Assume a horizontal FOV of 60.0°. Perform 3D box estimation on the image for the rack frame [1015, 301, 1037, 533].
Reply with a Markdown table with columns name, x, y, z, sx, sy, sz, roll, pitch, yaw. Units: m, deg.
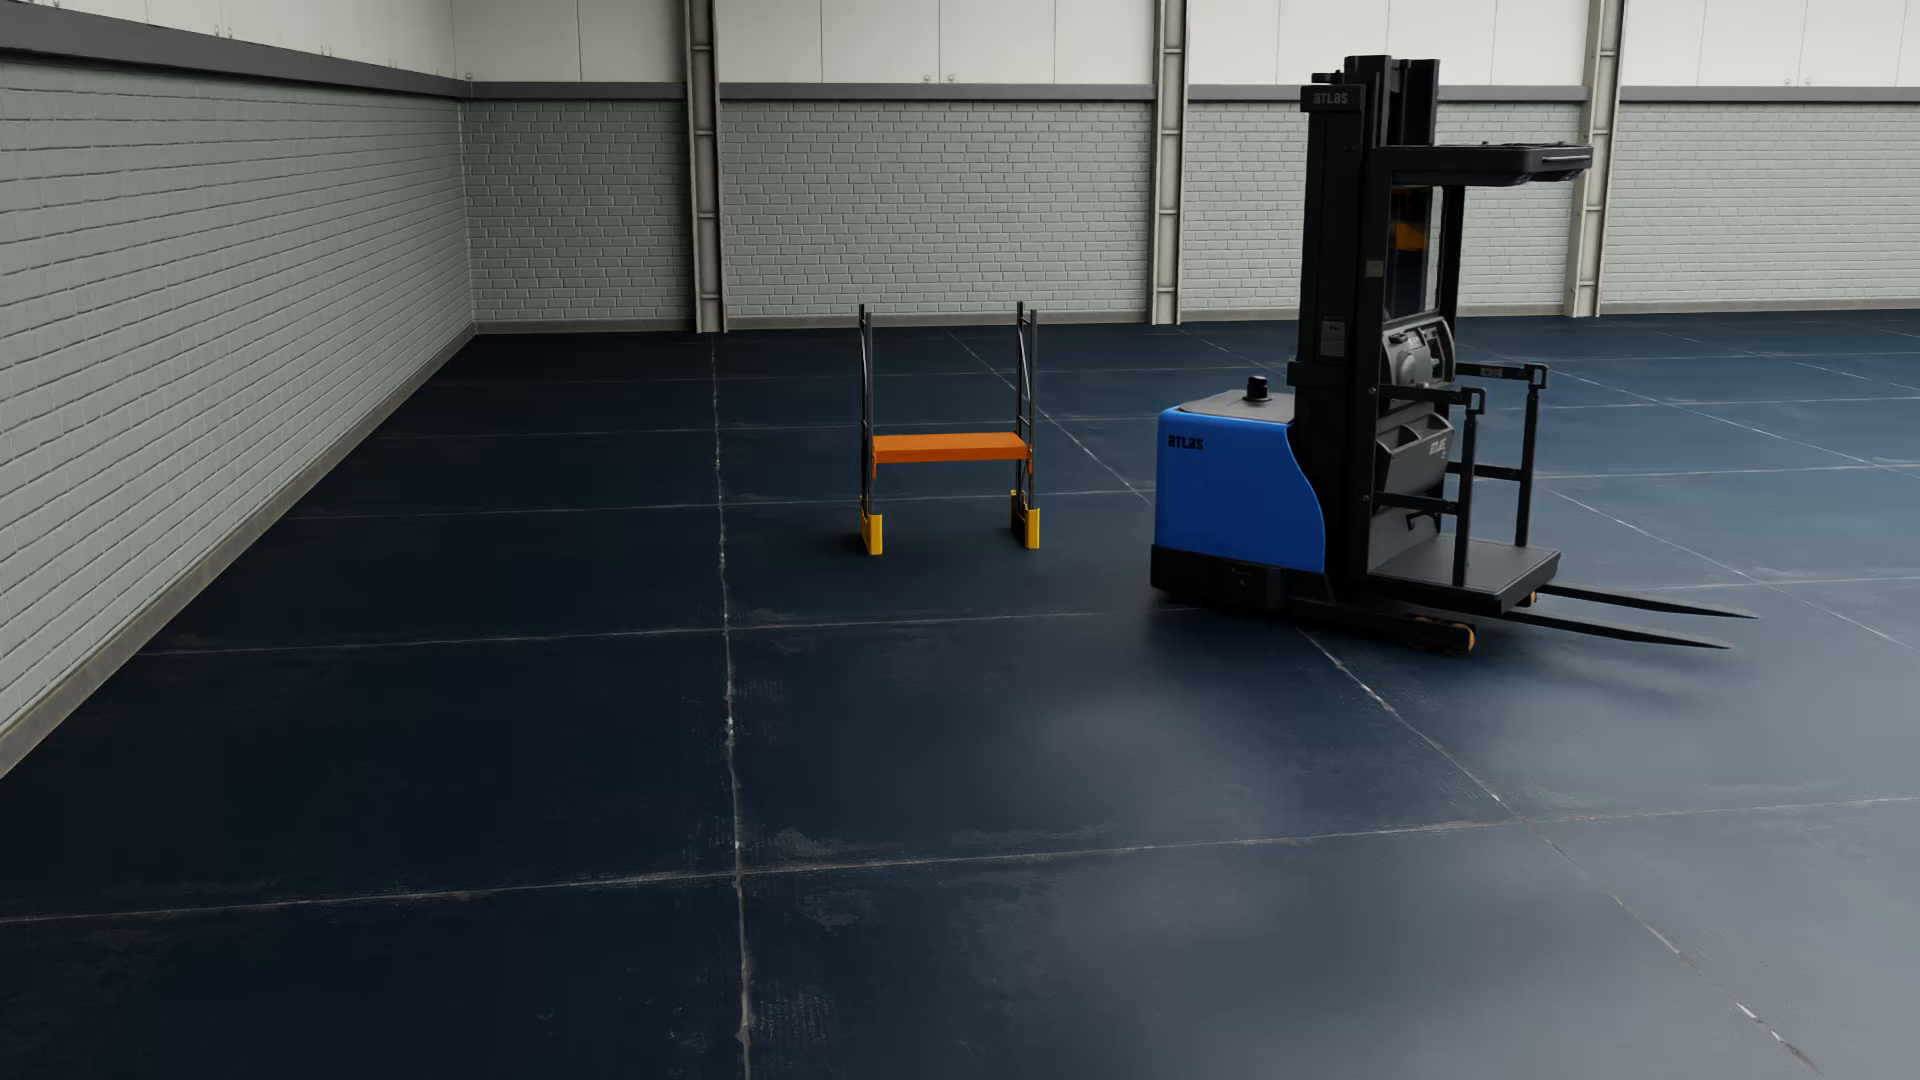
| name | x | y | z | sx | sy | sz | roll | pitch | yaw |
| --- | --- | --- | --- | --- | --- | --- | --- | --- | --- |
| rack frame | 0.418 | -0.743 | 10.601 | 0.032 | 1.500 | 0.500 | -2 | 14 | -8 |

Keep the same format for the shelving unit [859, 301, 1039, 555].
| name | x | y | z | sx | sy | sz | roll | pitch | yaw |
| --- | --- | --- | --- | --- | --- | --- | --- | --- | --- |
| shelving unit | -0.075 | -0.725 | 10.528 | 1.083 | 1.500 | 0.587 | -2 | 14 | -8 |

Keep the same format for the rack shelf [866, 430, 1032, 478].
| name | x | y | z | sx | sy | sz | roll | pitch | yaw |
| --- | --- | --- | --- | --- | --- | --- | --- | --- | --- |
| rack shelf | -0.084 | -0.550 | 10.571 | 1.000 | 0.185 | 0.538 | -2 | 14 | -8 |

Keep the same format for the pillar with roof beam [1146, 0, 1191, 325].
| name | x | y | z | sx | sy | sz | roll | pitch | yaw |
| --- | --- | --- | --- | --- | --- | --- | --- | --- | --- |
| pillar with roof beam | 3.371 | -6.244 | 17.122 | 0.400 | 9.000 | 9.100 | -2 | 14 | -8 |

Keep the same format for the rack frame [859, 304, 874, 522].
| name | x | y | z | sx | sy | sz | roll | pitch | yaw |
| --- | --- | --- | --- | --- | --- | --- | --- | --- | --- |
| rack frame | -0.587 | -0.706 | 10.454 | 0.032 | 1.500 | 0.500 | -2 | 14 | -8 |

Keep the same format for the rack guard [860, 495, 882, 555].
| name | x | y | z | sx | sy | sz | roll | pitch | yaw |
| --- | --- | --- | --- | --- | --- | --- | --- | --- | --- |
| rack guard | -0.568 | -0.100 | 10.608 | 0.087 | 0.250 | 0.587 | -2 | 14 | -8 |

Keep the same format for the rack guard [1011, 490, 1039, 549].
| name | x | y | z | sx | sy | sz | roll | pitch | yaw |
| --- | --- | --- | --- | --- | --- | --- | --- | --- | --- |
| rack guard | 0.417 | -0.137 | 10.752 | 0.087 | 0.250 | 0.587 | -2 | 14 | -8 |

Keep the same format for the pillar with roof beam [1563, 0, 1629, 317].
| name | x | y | z | sx | sy | sz | roll | pitch | yaw |
| --- | --- | --- | --- | --- | --- | --- | --- | --- | --- |
| pillar with roof beam | 9.304 | -6.462 | 17.989 | 0.400 | 9.000 | 9.100 | -2 | 14 | -8 |

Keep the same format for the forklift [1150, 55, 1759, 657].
| name | x | y | z | sx | sy | sz | roll | pitch | yaw |
| --- | --- | --- | --- | --- | --- | --- | --- | --- | --- |
| forklift | 2.572 | -0.980 | 8.606 | 3.031 | 2.935 | 1.130 | 10 | 17 | 34 |

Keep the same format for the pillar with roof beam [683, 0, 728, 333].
| name | x | y | z | sx | sy | sz | roll | pitch | yaw |
| --- | --- | --- | --- | --- | --- | --- | --- | --- | --- |
| pillar with roof beam | -2.562 | -6.027 | 16.255 | 0.400 | 9.000 | 9.100 | -2 | 14 | -8 |
